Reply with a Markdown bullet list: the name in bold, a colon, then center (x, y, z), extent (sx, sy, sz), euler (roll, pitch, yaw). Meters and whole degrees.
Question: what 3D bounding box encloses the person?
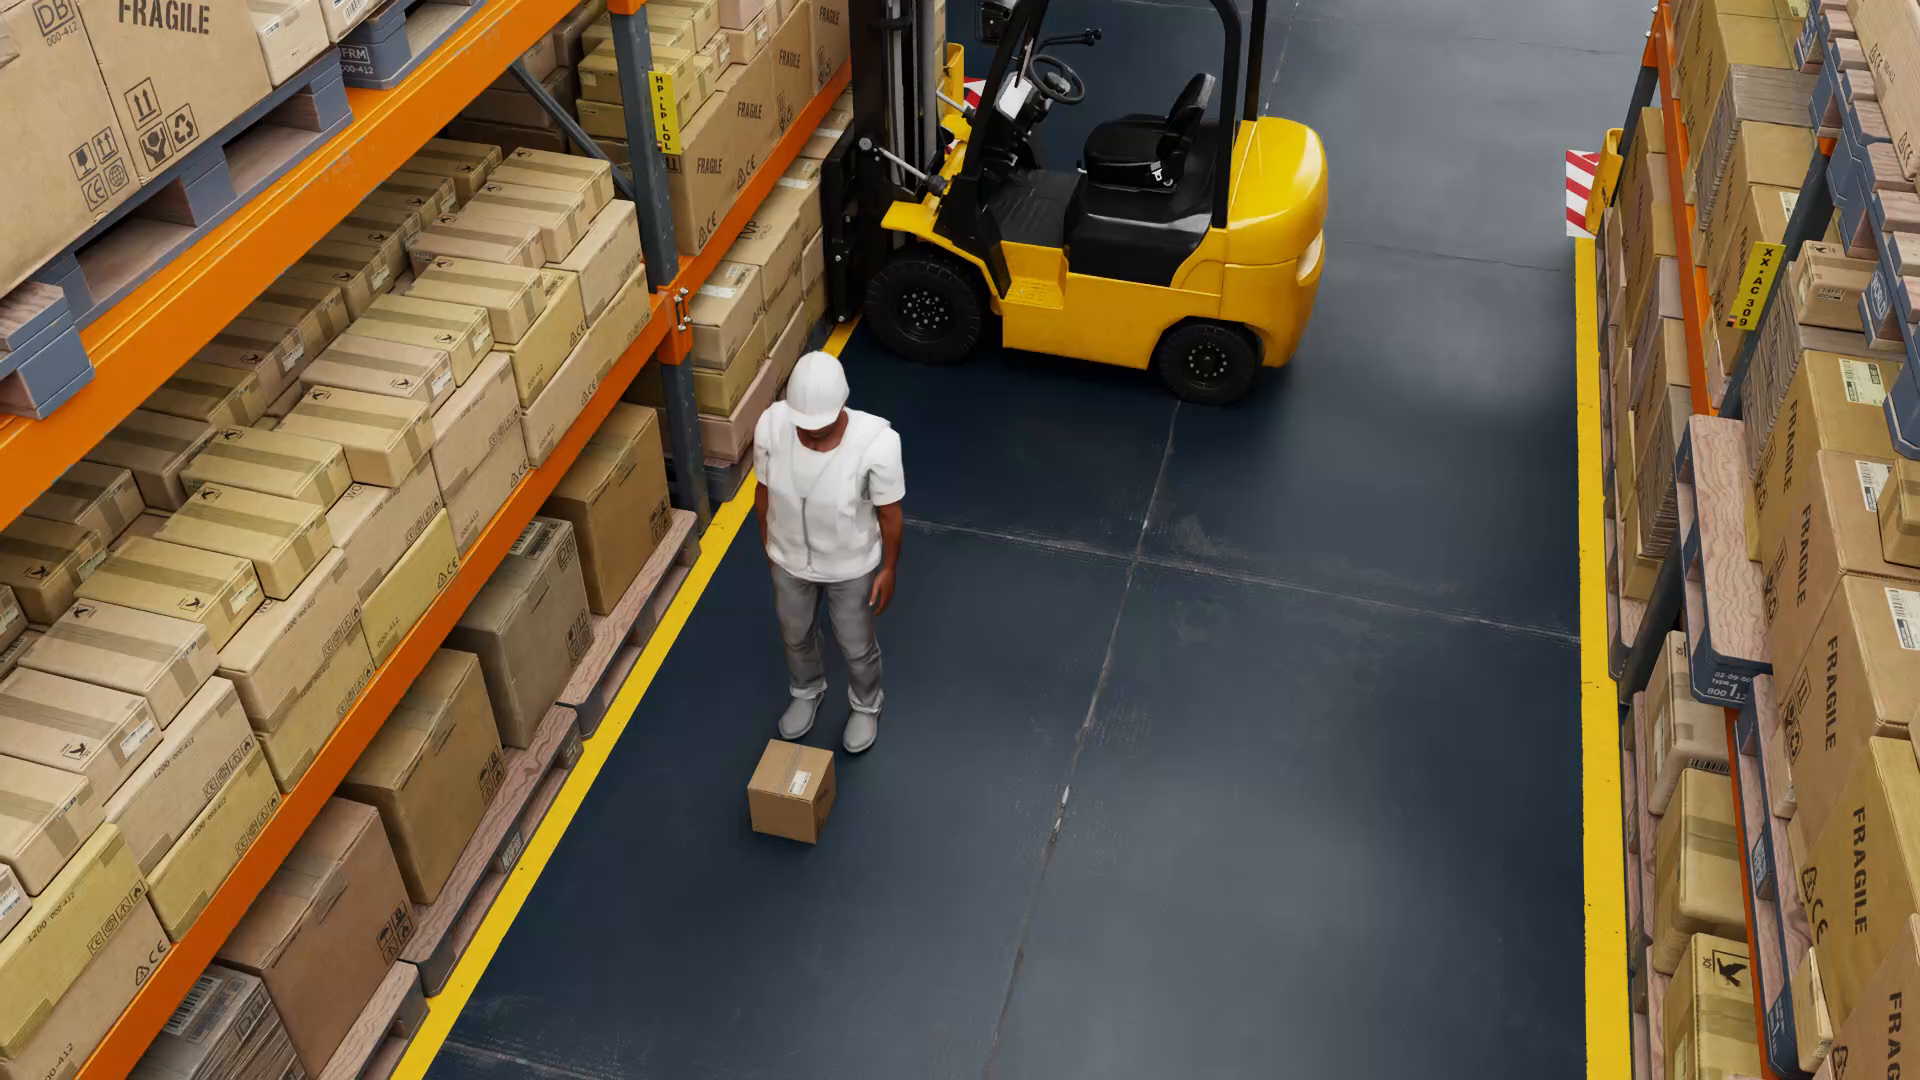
- **person**: center (-0.477, 0.054, 6.080), extent (0.567, 1.760, 0.363), euler (11, 42, 12)
